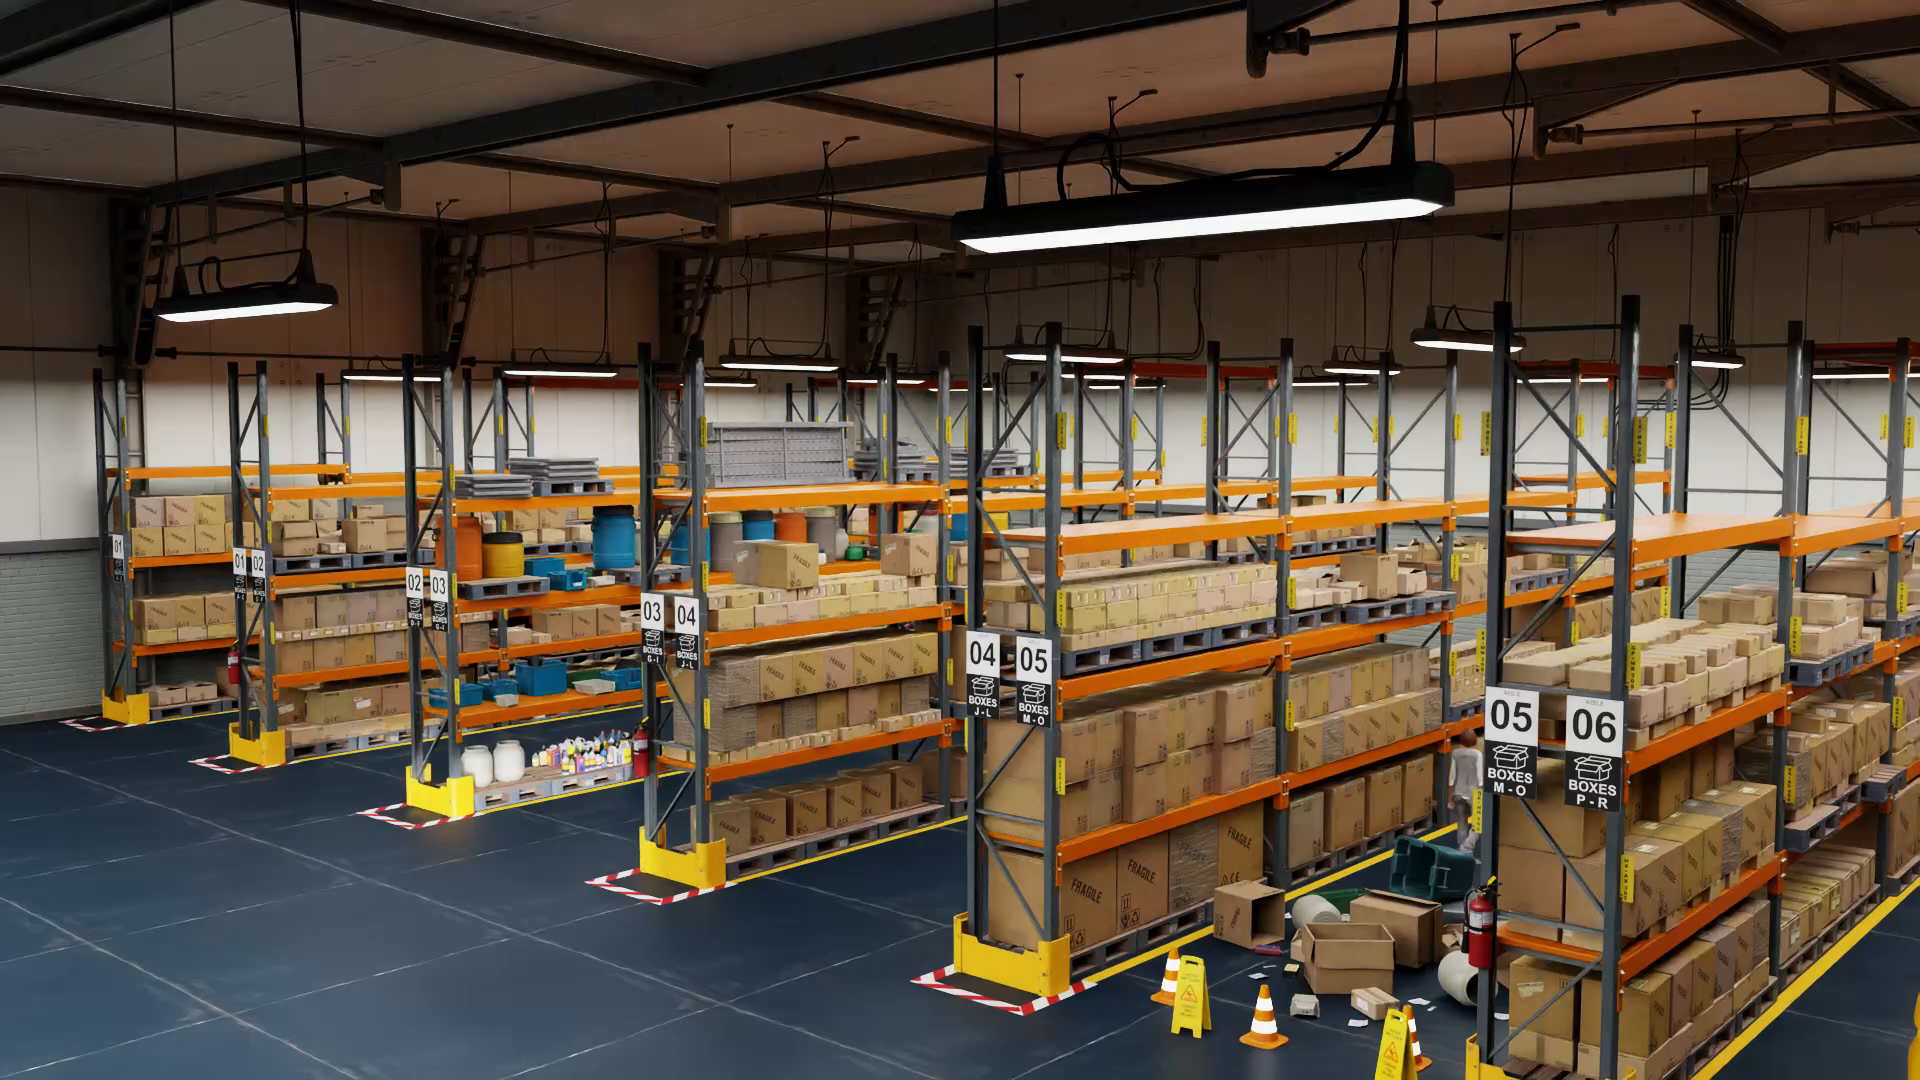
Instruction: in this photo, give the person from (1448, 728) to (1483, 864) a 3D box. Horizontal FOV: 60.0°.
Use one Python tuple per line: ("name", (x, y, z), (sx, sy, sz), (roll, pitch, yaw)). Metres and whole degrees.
("person", (5.836, 2.964, 19.151), (0.458, 1.596, 0.468), (4, 6, 42))
